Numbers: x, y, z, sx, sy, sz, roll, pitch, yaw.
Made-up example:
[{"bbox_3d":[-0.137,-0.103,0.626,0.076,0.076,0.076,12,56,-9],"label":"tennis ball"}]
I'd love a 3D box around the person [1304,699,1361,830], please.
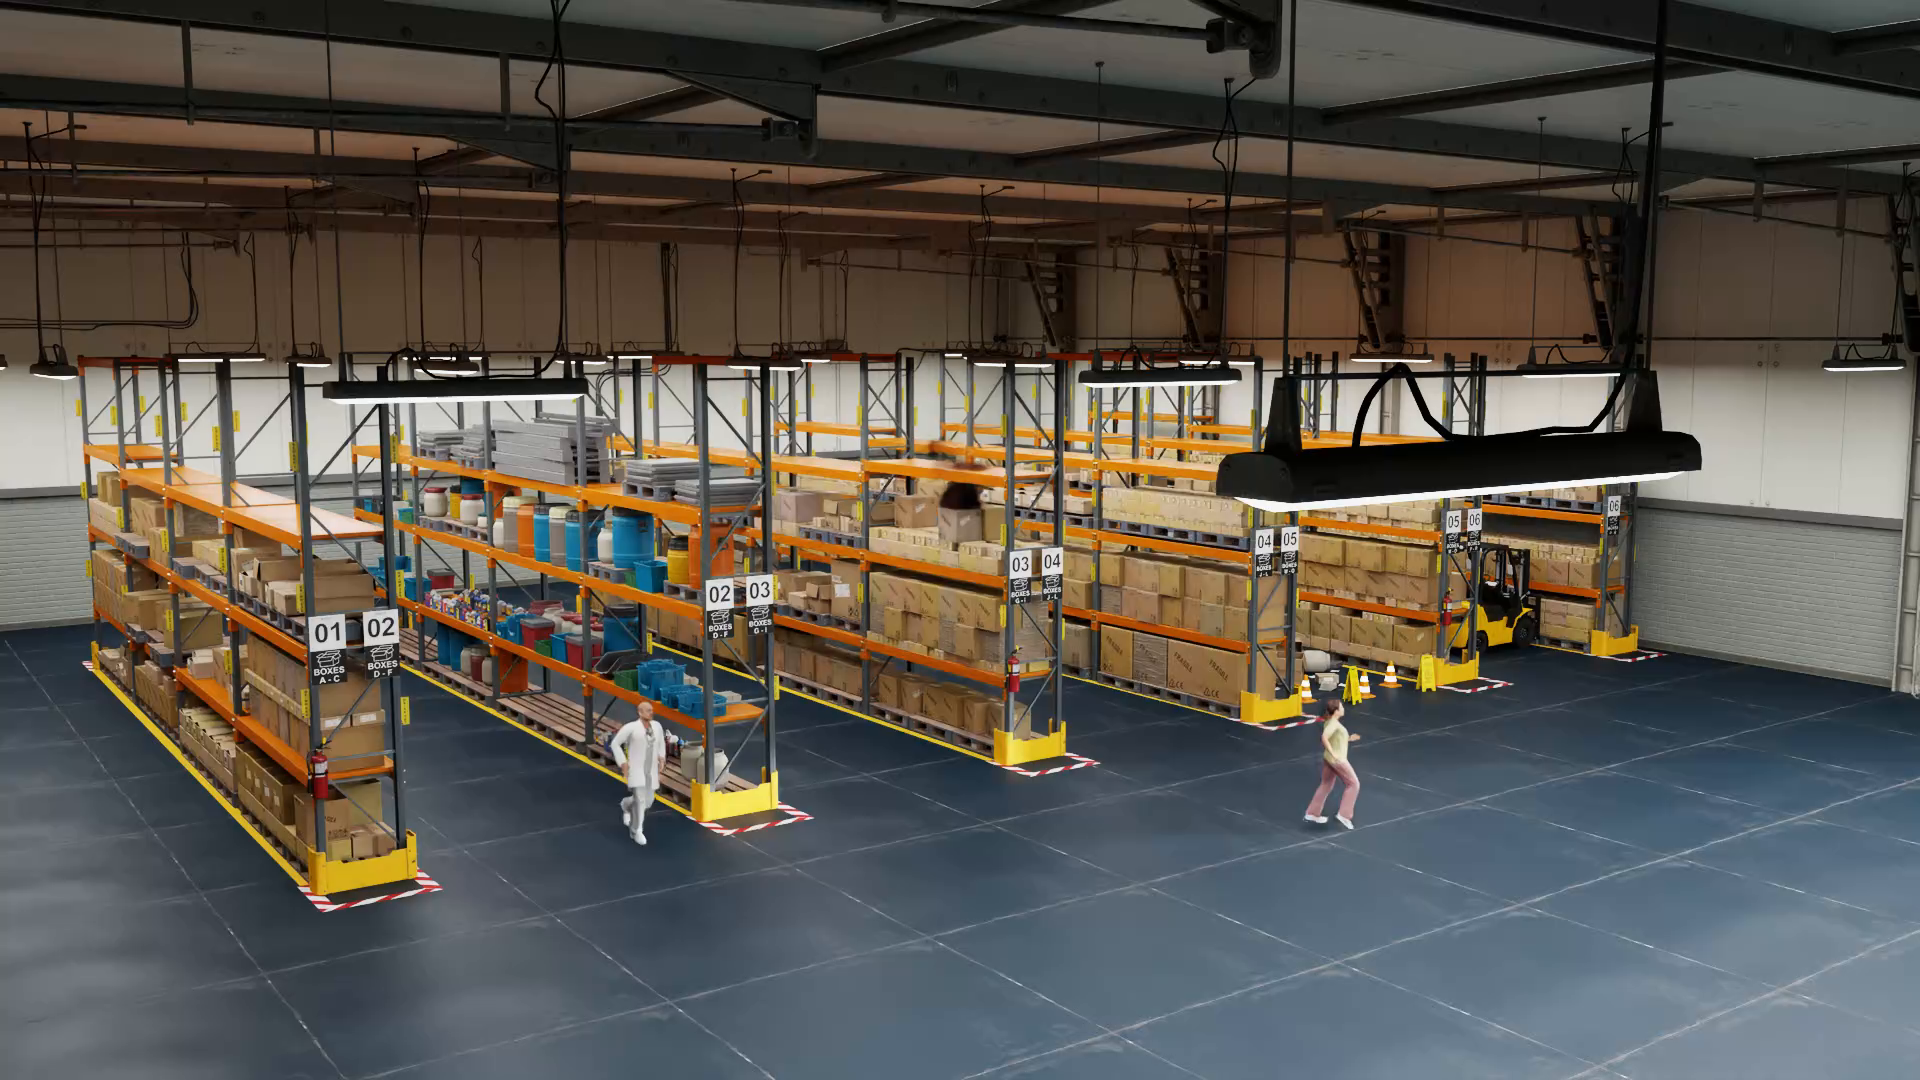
[{"bbox_3d":[4.834,2.902,21.512,0.723,1.720,0.543,-1,7,-9],"label":"person"}]

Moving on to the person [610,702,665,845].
[{"bbox_3d":[-4.072,2.930,21.203,0.756,1.748,0.772,-6,9,-41],"label":"person"}]
